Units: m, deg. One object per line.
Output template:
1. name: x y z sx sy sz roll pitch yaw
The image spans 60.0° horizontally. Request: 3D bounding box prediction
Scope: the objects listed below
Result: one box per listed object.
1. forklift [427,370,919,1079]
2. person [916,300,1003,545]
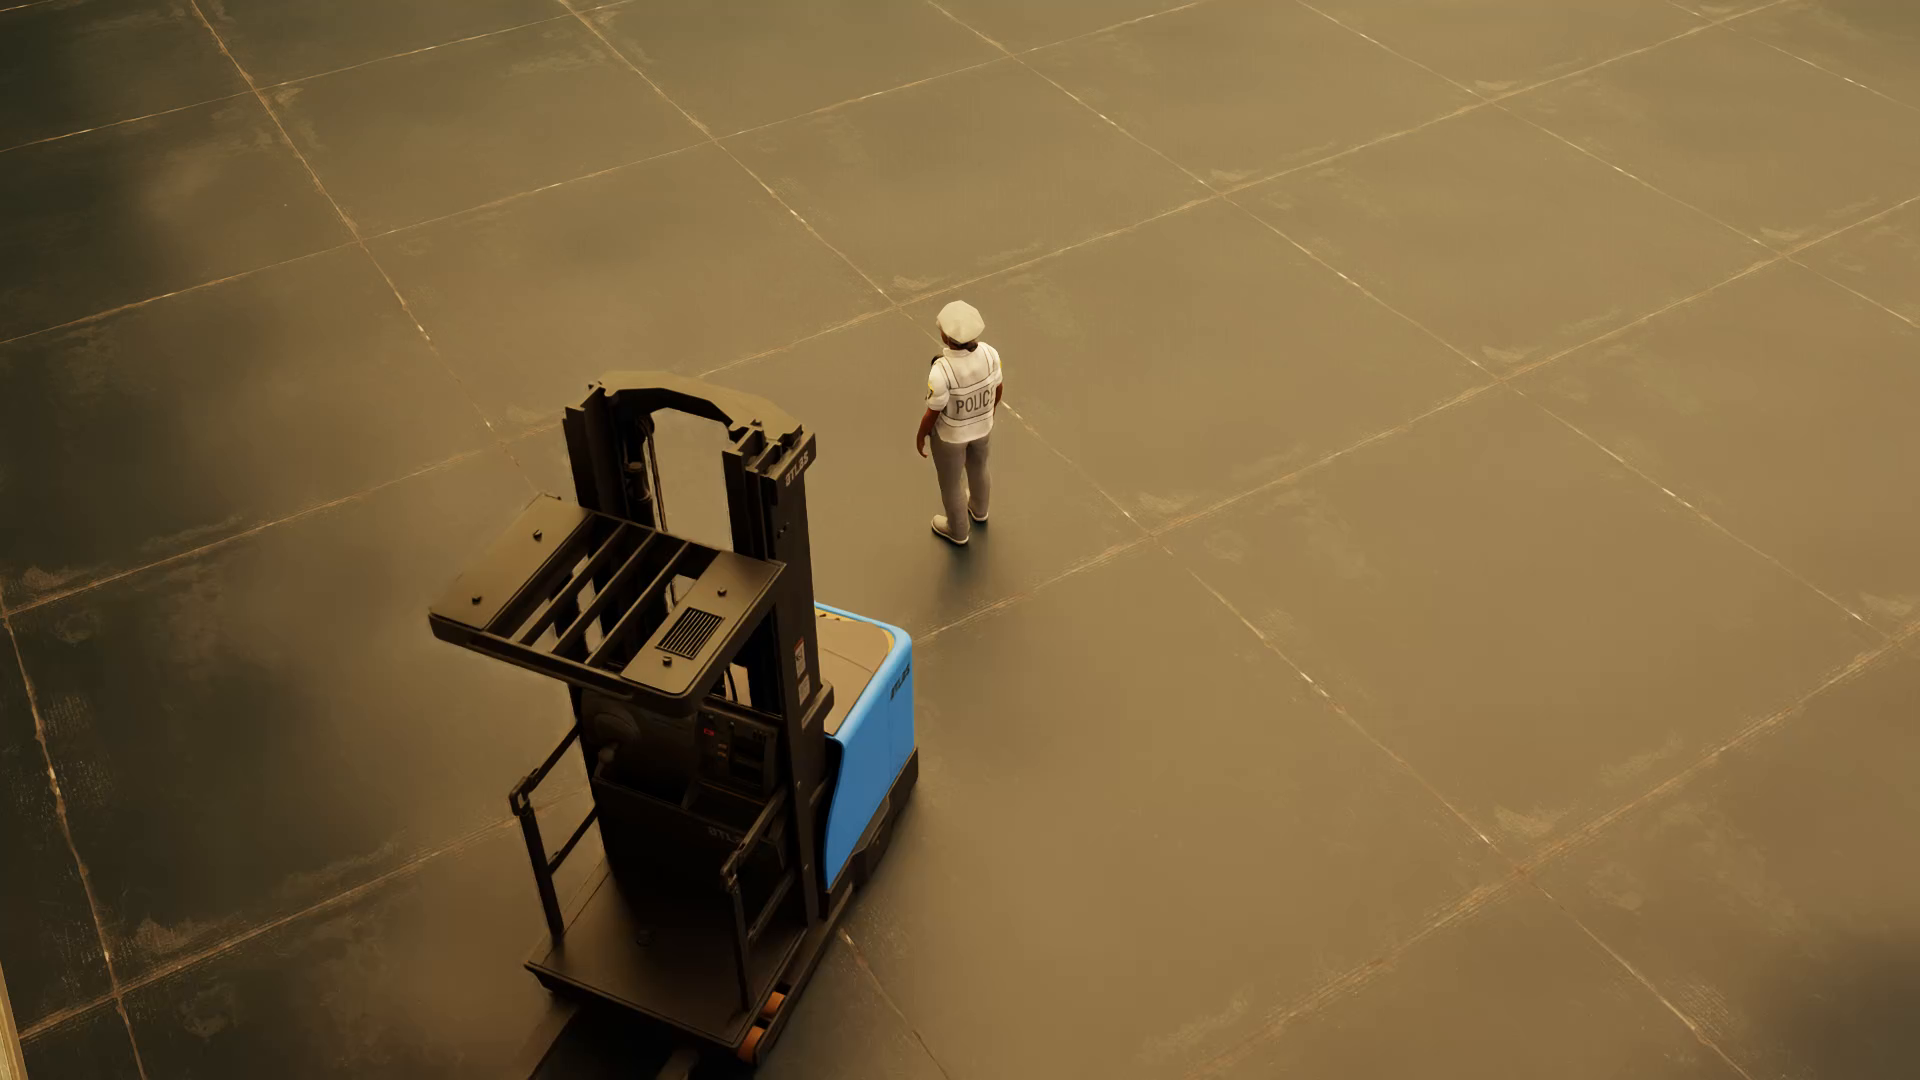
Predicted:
1. forklift: -1.265 0.904 6.836 1.130 2.935 3.031 16 44 17
2. person: -0.023 -0.692 9.592 0.569 1.694 0.529 -23 46 -24
